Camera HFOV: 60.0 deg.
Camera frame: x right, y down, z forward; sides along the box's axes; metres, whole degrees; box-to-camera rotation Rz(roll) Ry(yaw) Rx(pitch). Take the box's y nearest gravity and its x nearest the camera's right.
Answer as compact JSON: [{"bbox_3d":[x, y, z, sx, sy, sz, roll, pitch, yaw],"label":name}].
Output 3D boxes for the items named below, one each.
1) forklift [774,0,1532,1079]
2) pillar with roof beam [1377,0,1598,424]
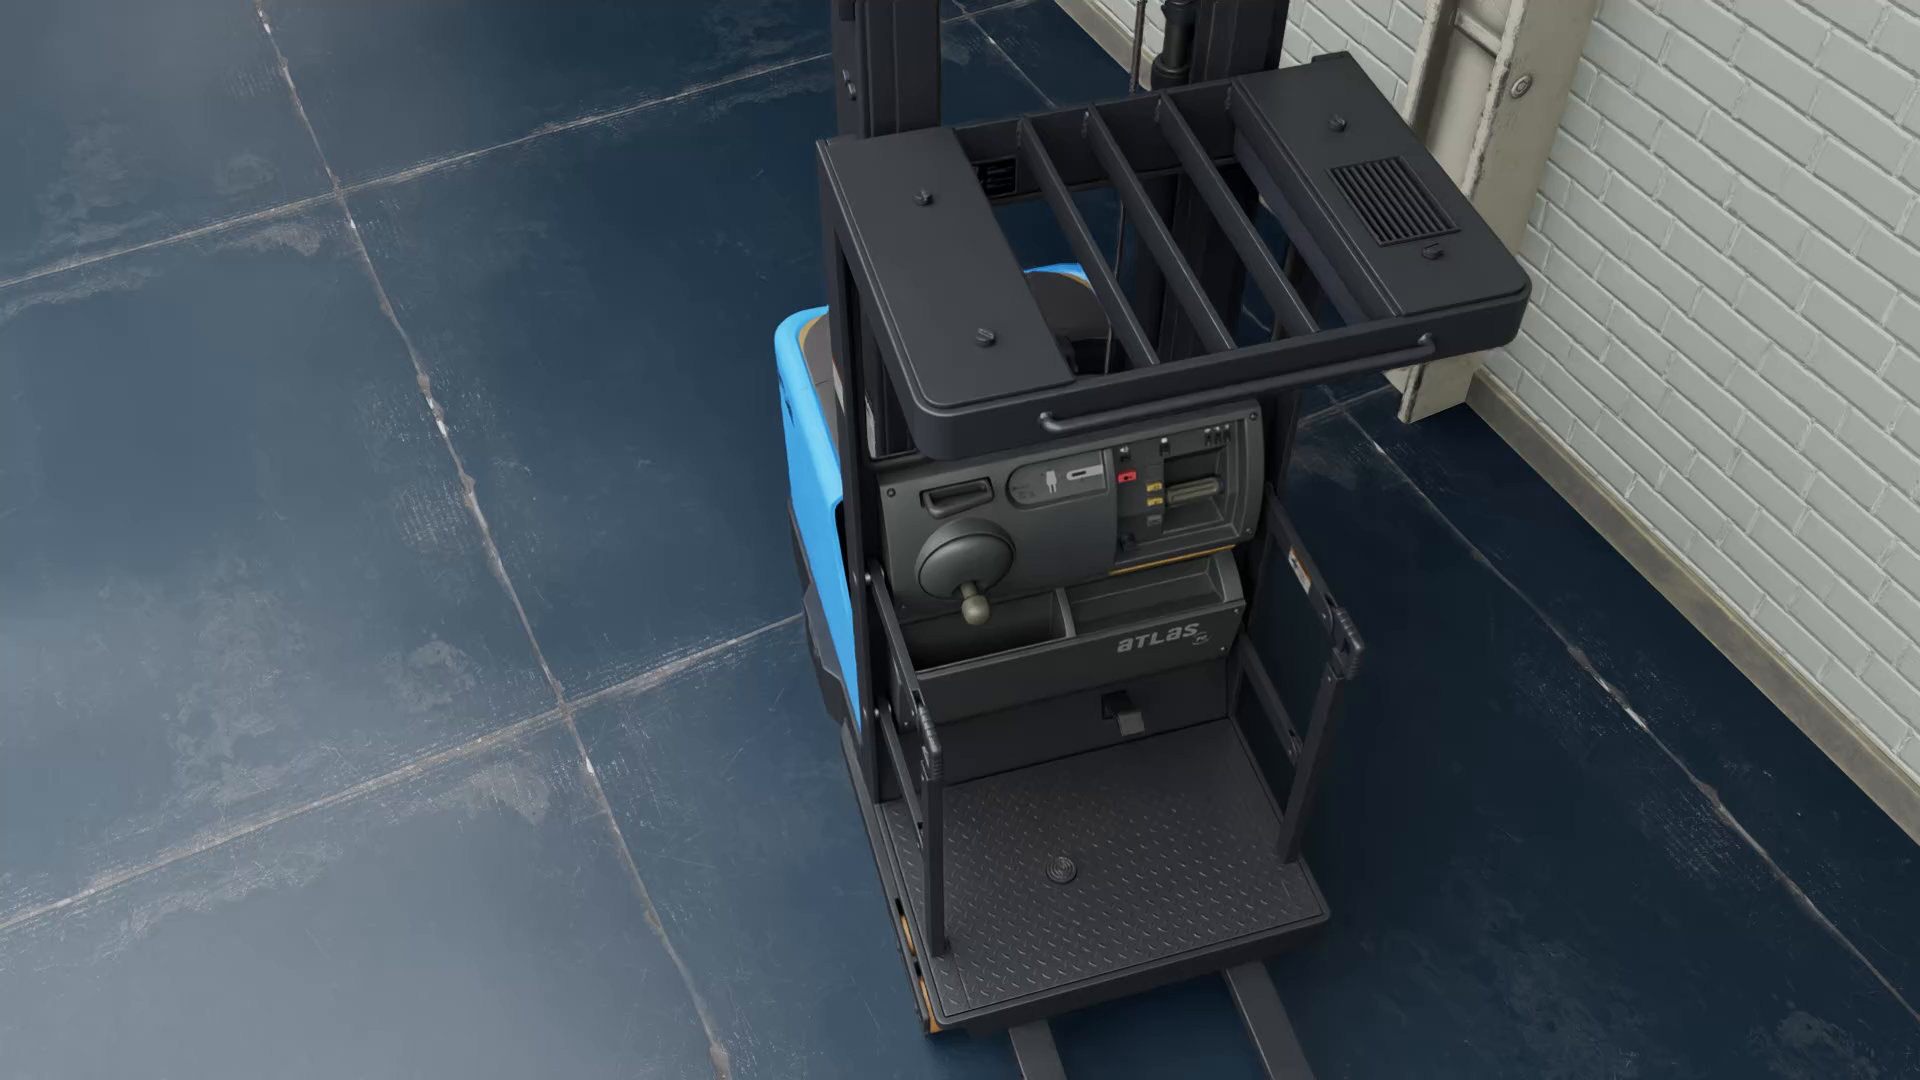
[{"bbox_3d":[0.336,0.041,3.767,1.130,2.935,3.031,-12,50,-11],"label":"forklift"},{"bbox_3d":[-2.141,-2.089,1.599,9.100,9.000,0.400,-21,52,-18],"label":"pillar with roof beam"}]
